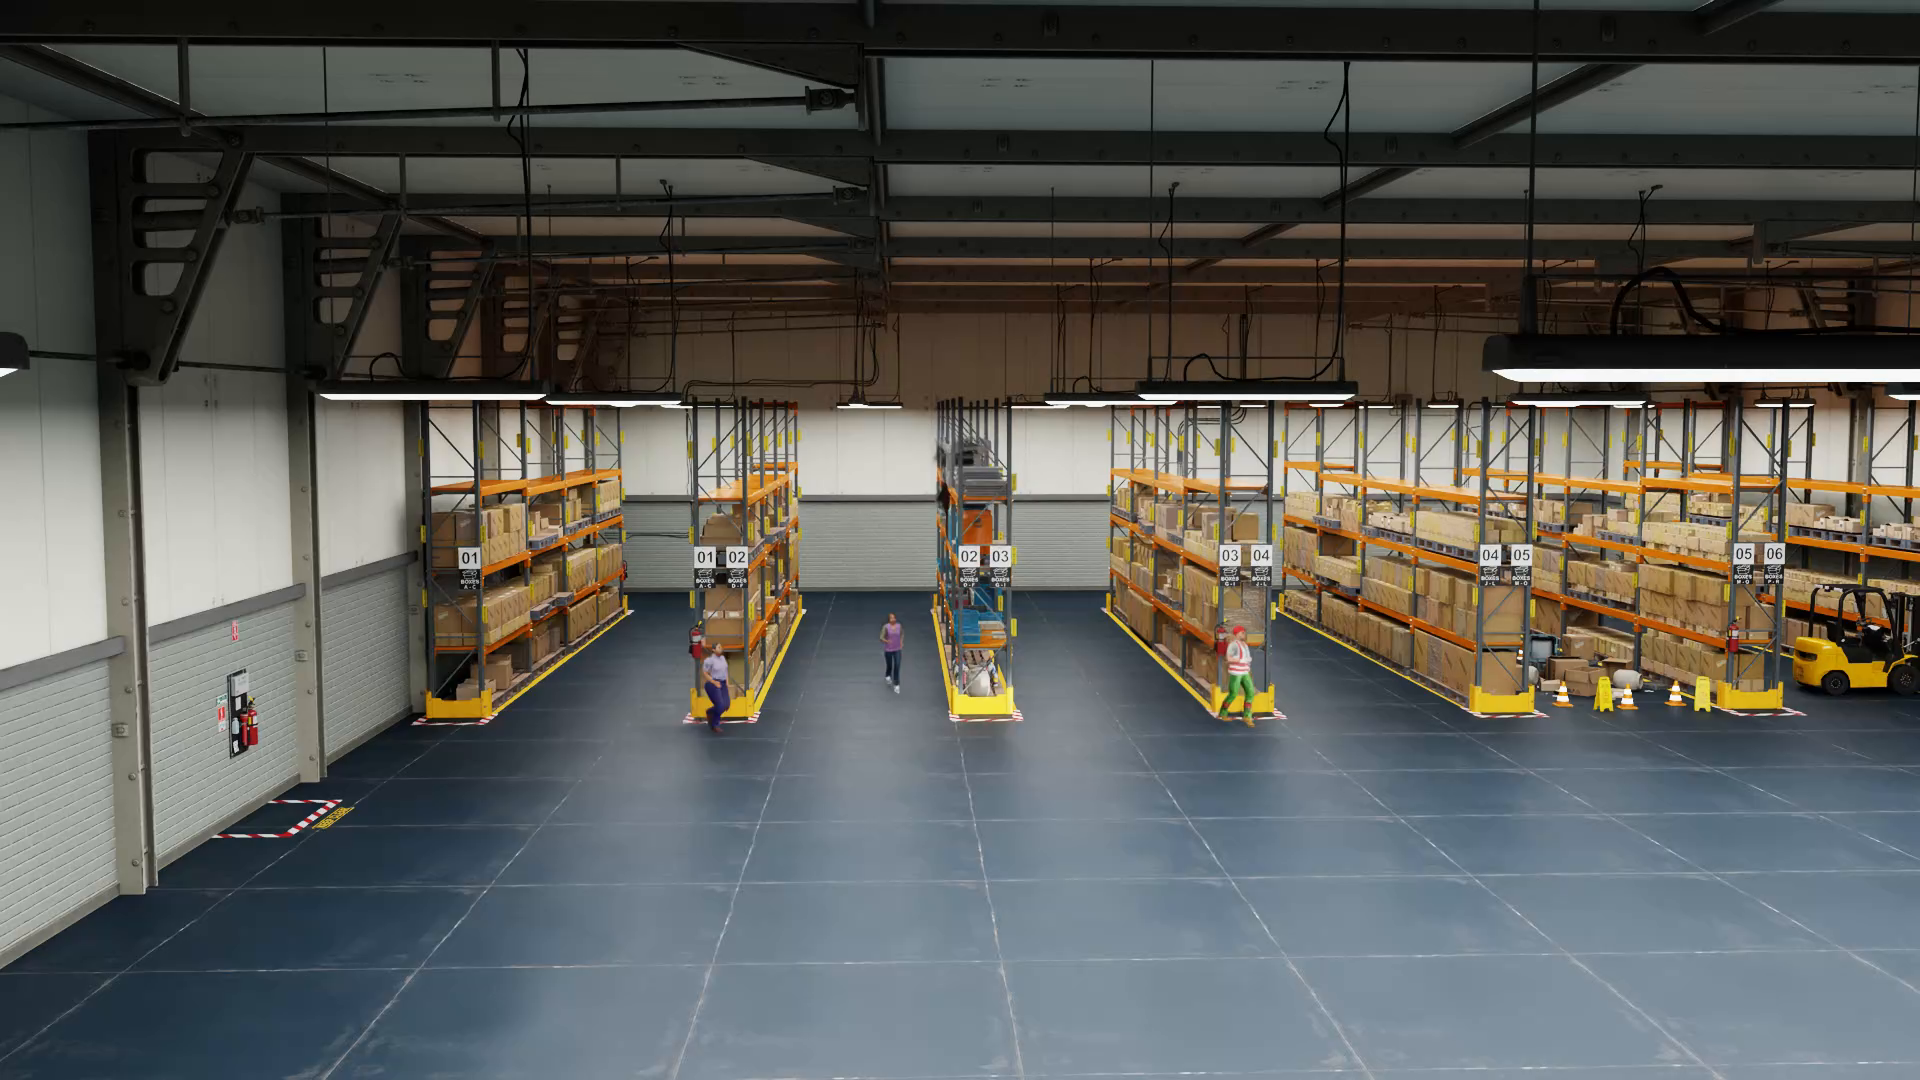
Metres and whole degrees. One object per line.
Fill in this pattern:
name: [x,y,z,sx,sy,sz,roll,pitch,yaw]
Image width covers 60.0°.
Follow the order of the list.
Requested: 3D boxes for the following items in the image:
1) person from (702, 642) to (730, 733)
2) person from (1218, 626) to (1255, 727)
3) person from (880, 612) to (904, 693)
person: [-4.379,2.633,29.847,0.538,1.612,0.642,3,5,33]
person: [5.091,2.483,30.350,0.665,1.844,0.695,-4,6,-44]
person: [-1.388,2.281,34.140,0.538,1.605,0.877,-1,5,-13]
